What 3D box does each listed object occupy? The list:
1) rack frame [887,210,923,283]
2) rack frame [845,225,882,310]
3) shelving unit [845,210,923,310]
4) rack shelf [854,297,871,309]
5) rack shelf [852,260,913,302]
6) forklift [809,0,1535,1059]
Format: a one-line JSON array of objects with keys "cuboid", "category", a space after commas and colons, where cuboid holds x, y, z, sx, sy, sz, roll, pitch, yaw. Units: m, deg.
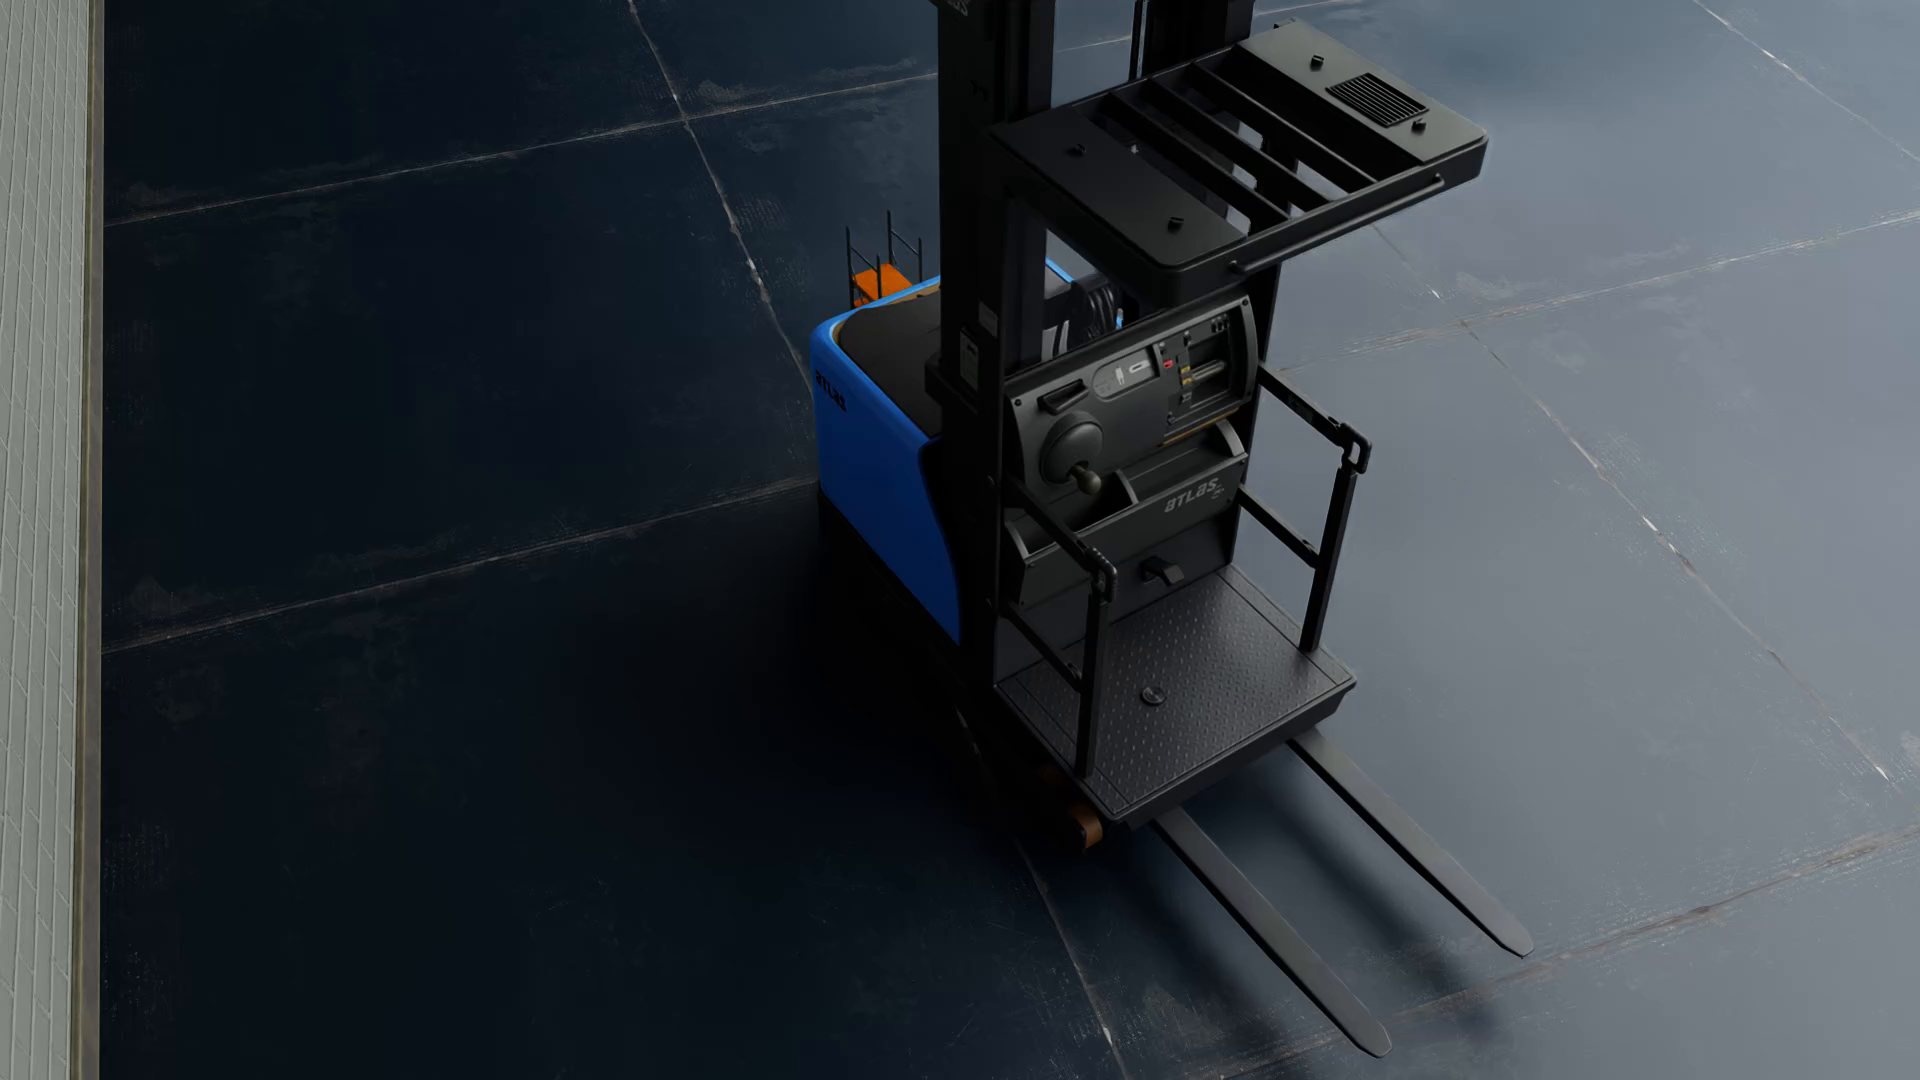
[{"cuboid": [-0.208, -0.758, 6.658, 0.006, 1.200, 0.240, -25, 50, -23], "category": "rack frame"}, {"cuboid": [-0.360, -0.686, 6.586, 0.006, 1.200, 0.240, -25, 50, -23], "category": "rack frame"}, {"cuboid": [-0.284, -0.722, 6.622, 0.189, 1.200, 0.258, -25, 50, -23], "category": "shelving unit"}, {"cuboid": [-0.284, -0.860, 6.484, 0.180, 0.103, 0.258, -25, 50, -23], "category": "rack shelf"}, {"cuboid": [-0.284, -0.945, 6.399, 0.180, 0.103, 0.258, -25, 50, -23], "category": "rack shelf"}, {"cuboid": [0.672, -0.369, 5.048, 1.130, 2.935, 3.031, -25, 50, -23], "category": "forklift"}]
